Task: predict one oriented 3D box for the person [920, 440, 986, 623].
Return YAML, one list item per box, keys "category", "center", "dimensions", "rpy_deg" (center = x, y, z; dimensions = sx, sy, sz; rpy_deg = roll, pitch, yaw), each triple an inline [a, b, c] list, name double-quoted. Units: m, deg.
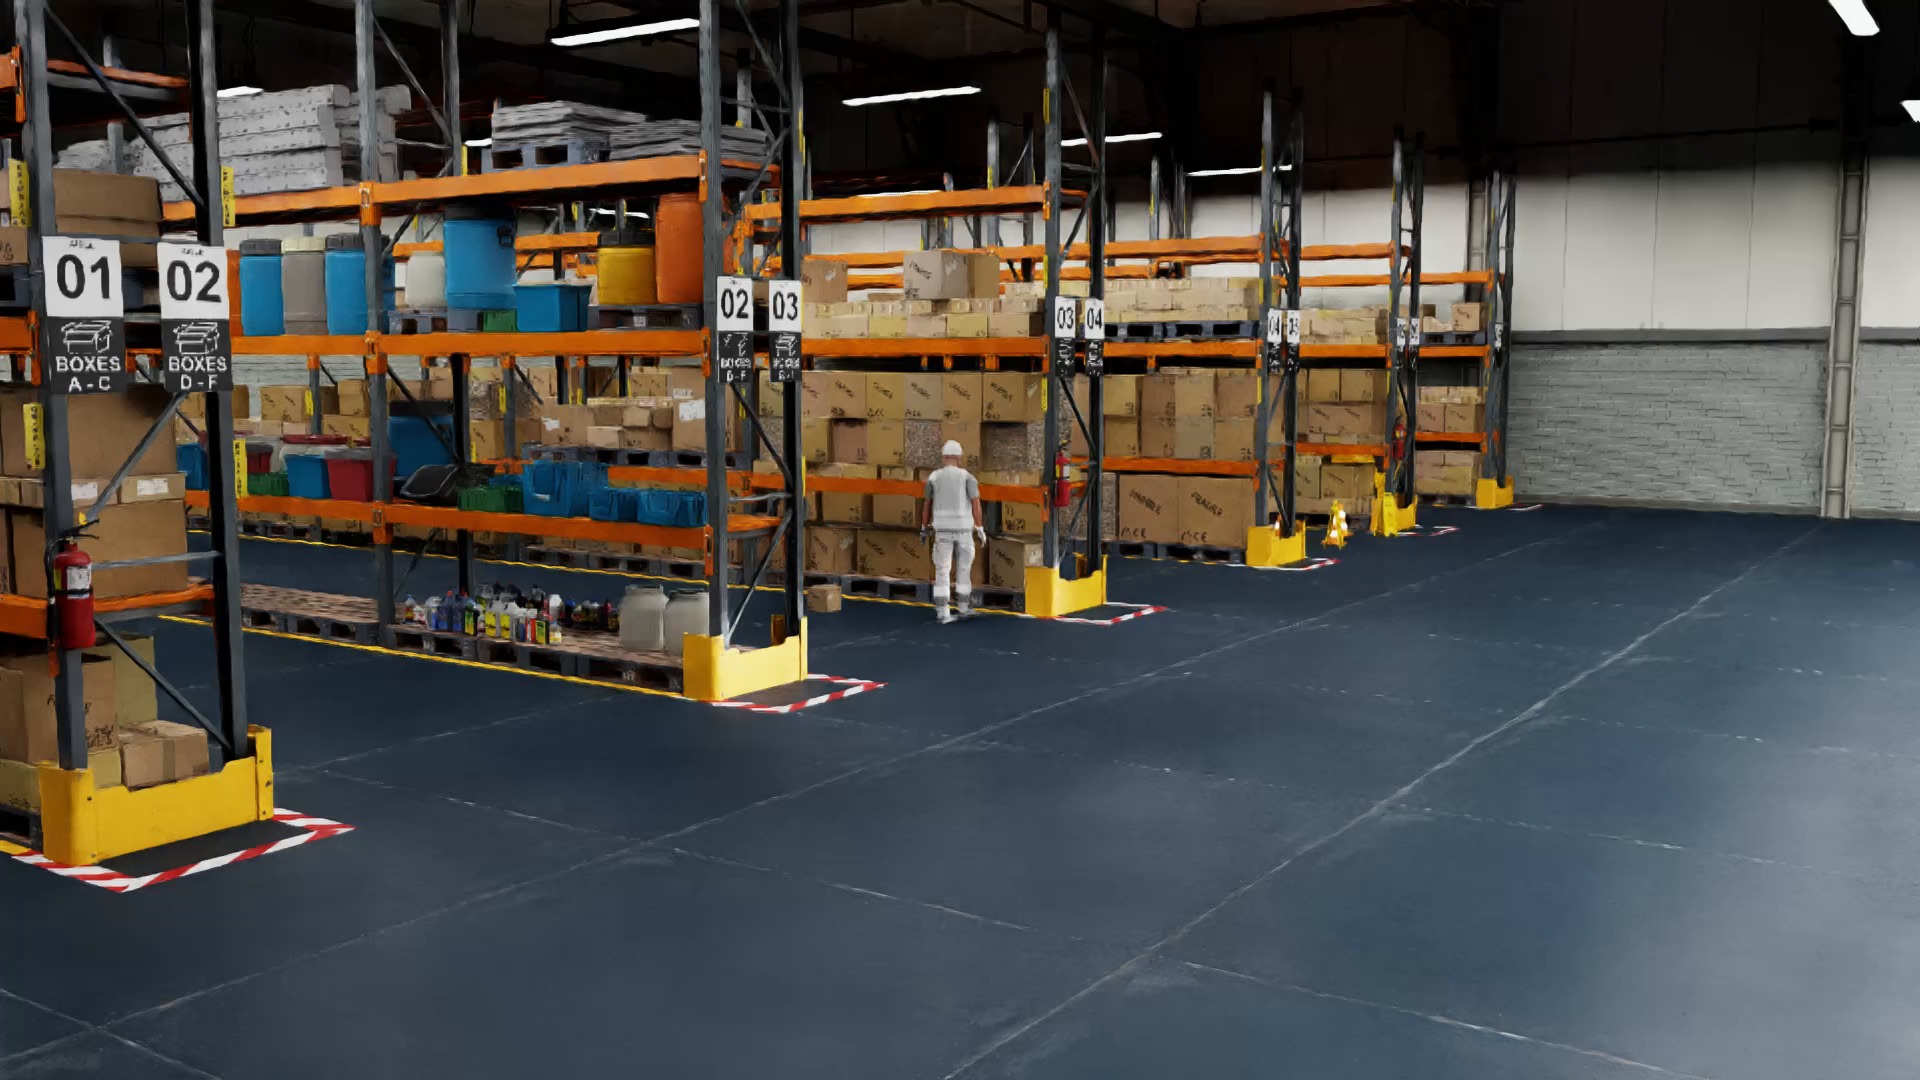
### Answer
- category: "person"
  center: [-0.063, -0.102, 16.458]
  dimensions: [0.664, 1.786, 0.615]
  rpy_deg: [1, 6, 6]
